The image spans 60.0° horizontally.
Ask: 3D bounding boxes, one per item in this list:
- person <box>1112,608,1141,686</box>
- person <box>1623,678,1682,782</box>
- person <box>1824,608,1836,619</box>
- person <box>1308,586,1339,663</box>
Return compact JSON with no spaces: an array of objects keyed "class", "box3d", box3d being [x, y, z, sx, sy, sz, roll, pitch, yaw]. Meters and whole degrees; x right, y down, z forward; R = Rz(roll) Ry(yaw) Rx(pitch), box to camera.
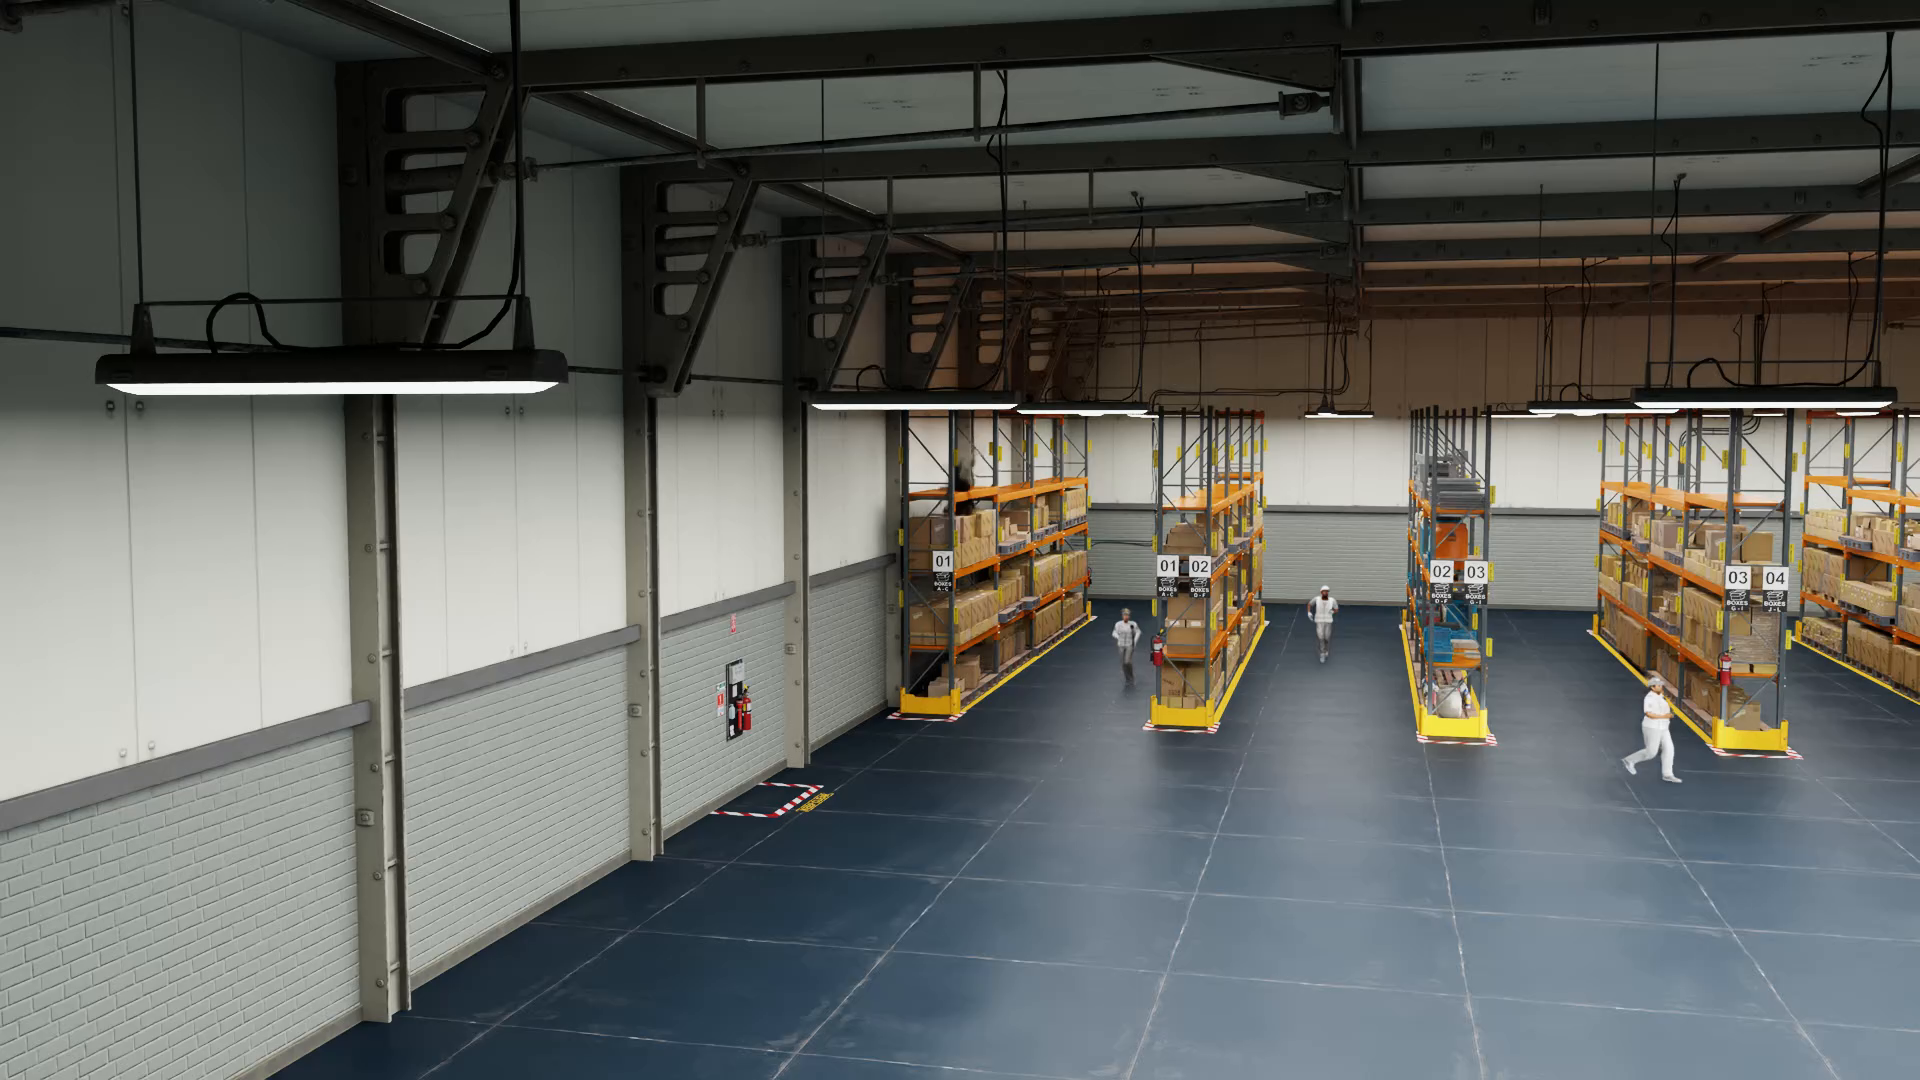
[{"class":"person","box3d":[3.569,2.315,35.861,0.583,1.693,0.639,1,4,14]},{"class":"person","box3d":[11.031,2.999,26.425,0.878,1.639,0.618,4,6,43]},{"class":"person","box3d":[23.252,1.787,44.261,0.649,1.573,0.619,-4,5,-42]},{"class":"person","box3d":[8.685,1.994,39.707,0.688,1.809,0.909,0,4,3]}]
